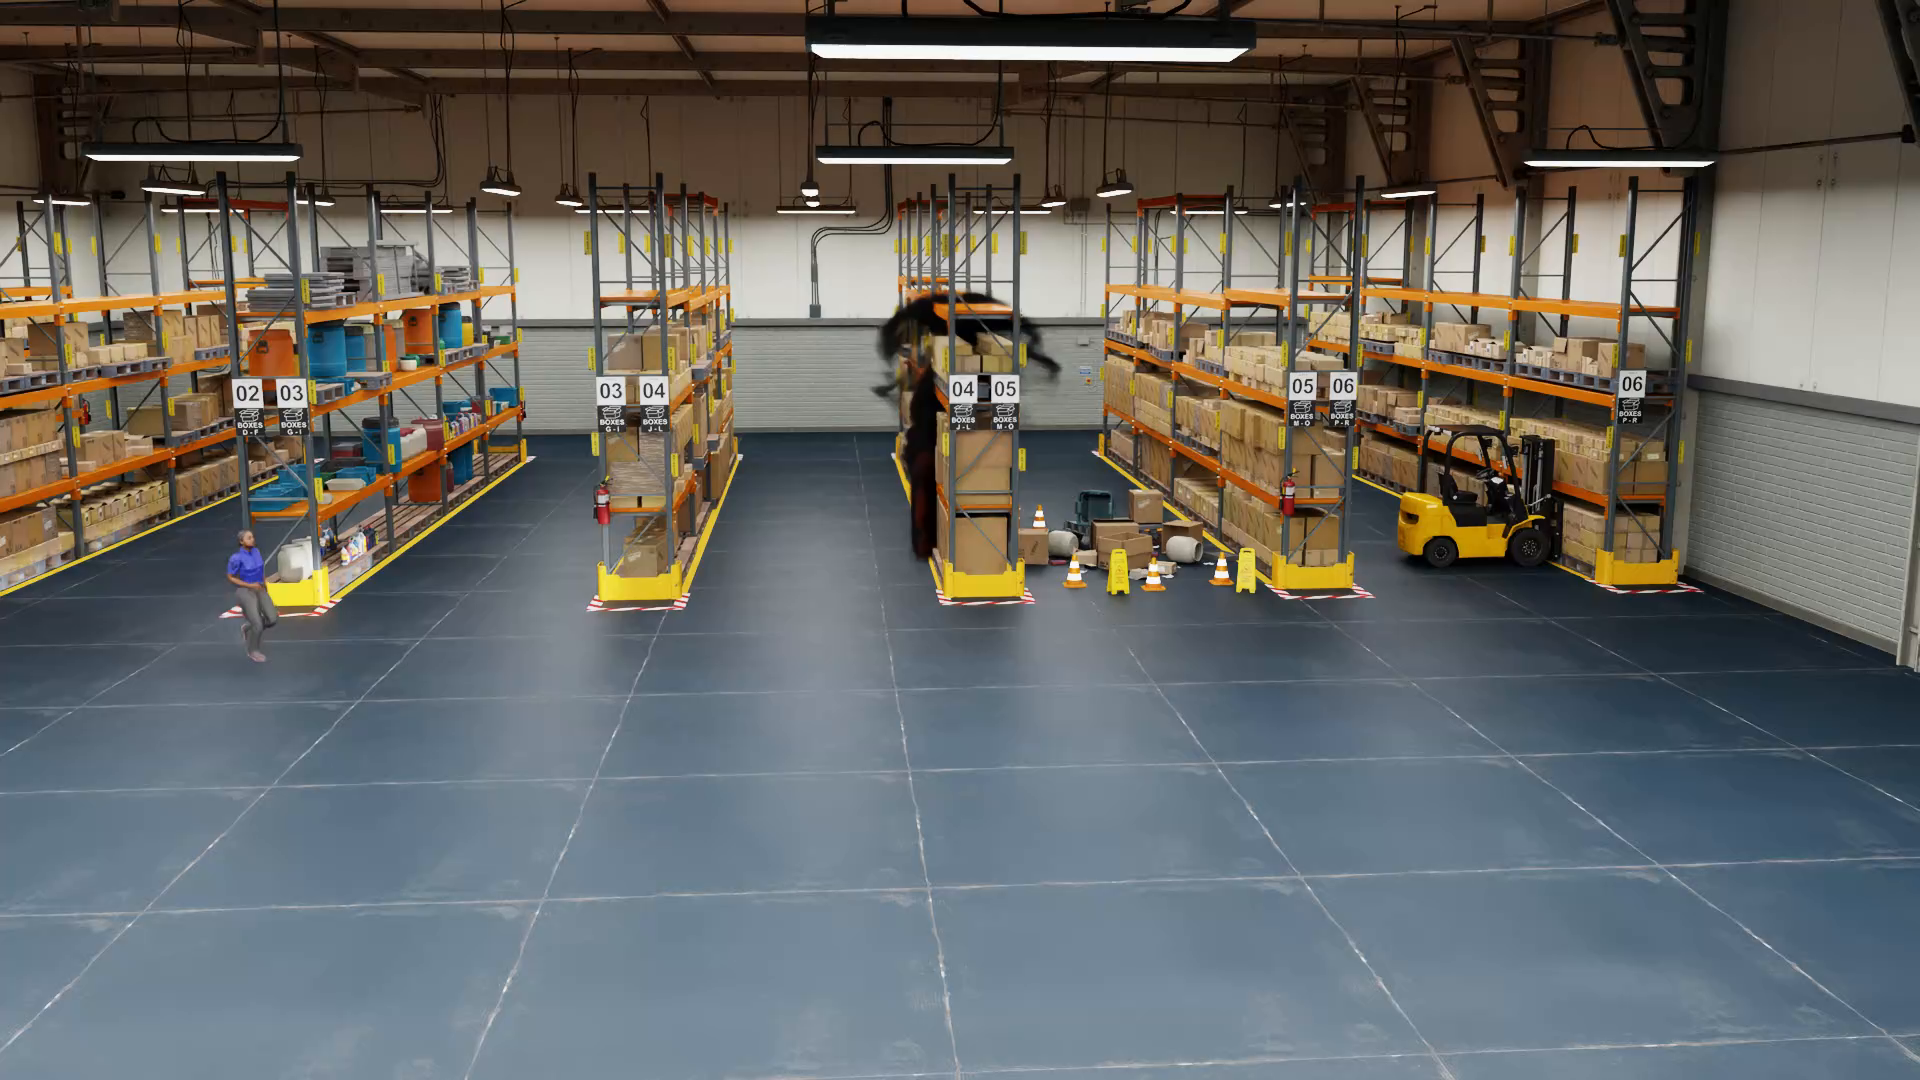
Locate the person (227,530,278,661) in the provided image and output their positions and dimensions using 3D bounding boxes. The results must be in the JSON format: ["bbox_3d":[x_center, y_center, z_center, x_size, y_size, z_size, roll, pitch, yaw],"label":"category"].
[{"bbox_3d":[-8.647,0.672,20.302,0.530,1.613,0.622,3,11,19],"label":"person"}]
